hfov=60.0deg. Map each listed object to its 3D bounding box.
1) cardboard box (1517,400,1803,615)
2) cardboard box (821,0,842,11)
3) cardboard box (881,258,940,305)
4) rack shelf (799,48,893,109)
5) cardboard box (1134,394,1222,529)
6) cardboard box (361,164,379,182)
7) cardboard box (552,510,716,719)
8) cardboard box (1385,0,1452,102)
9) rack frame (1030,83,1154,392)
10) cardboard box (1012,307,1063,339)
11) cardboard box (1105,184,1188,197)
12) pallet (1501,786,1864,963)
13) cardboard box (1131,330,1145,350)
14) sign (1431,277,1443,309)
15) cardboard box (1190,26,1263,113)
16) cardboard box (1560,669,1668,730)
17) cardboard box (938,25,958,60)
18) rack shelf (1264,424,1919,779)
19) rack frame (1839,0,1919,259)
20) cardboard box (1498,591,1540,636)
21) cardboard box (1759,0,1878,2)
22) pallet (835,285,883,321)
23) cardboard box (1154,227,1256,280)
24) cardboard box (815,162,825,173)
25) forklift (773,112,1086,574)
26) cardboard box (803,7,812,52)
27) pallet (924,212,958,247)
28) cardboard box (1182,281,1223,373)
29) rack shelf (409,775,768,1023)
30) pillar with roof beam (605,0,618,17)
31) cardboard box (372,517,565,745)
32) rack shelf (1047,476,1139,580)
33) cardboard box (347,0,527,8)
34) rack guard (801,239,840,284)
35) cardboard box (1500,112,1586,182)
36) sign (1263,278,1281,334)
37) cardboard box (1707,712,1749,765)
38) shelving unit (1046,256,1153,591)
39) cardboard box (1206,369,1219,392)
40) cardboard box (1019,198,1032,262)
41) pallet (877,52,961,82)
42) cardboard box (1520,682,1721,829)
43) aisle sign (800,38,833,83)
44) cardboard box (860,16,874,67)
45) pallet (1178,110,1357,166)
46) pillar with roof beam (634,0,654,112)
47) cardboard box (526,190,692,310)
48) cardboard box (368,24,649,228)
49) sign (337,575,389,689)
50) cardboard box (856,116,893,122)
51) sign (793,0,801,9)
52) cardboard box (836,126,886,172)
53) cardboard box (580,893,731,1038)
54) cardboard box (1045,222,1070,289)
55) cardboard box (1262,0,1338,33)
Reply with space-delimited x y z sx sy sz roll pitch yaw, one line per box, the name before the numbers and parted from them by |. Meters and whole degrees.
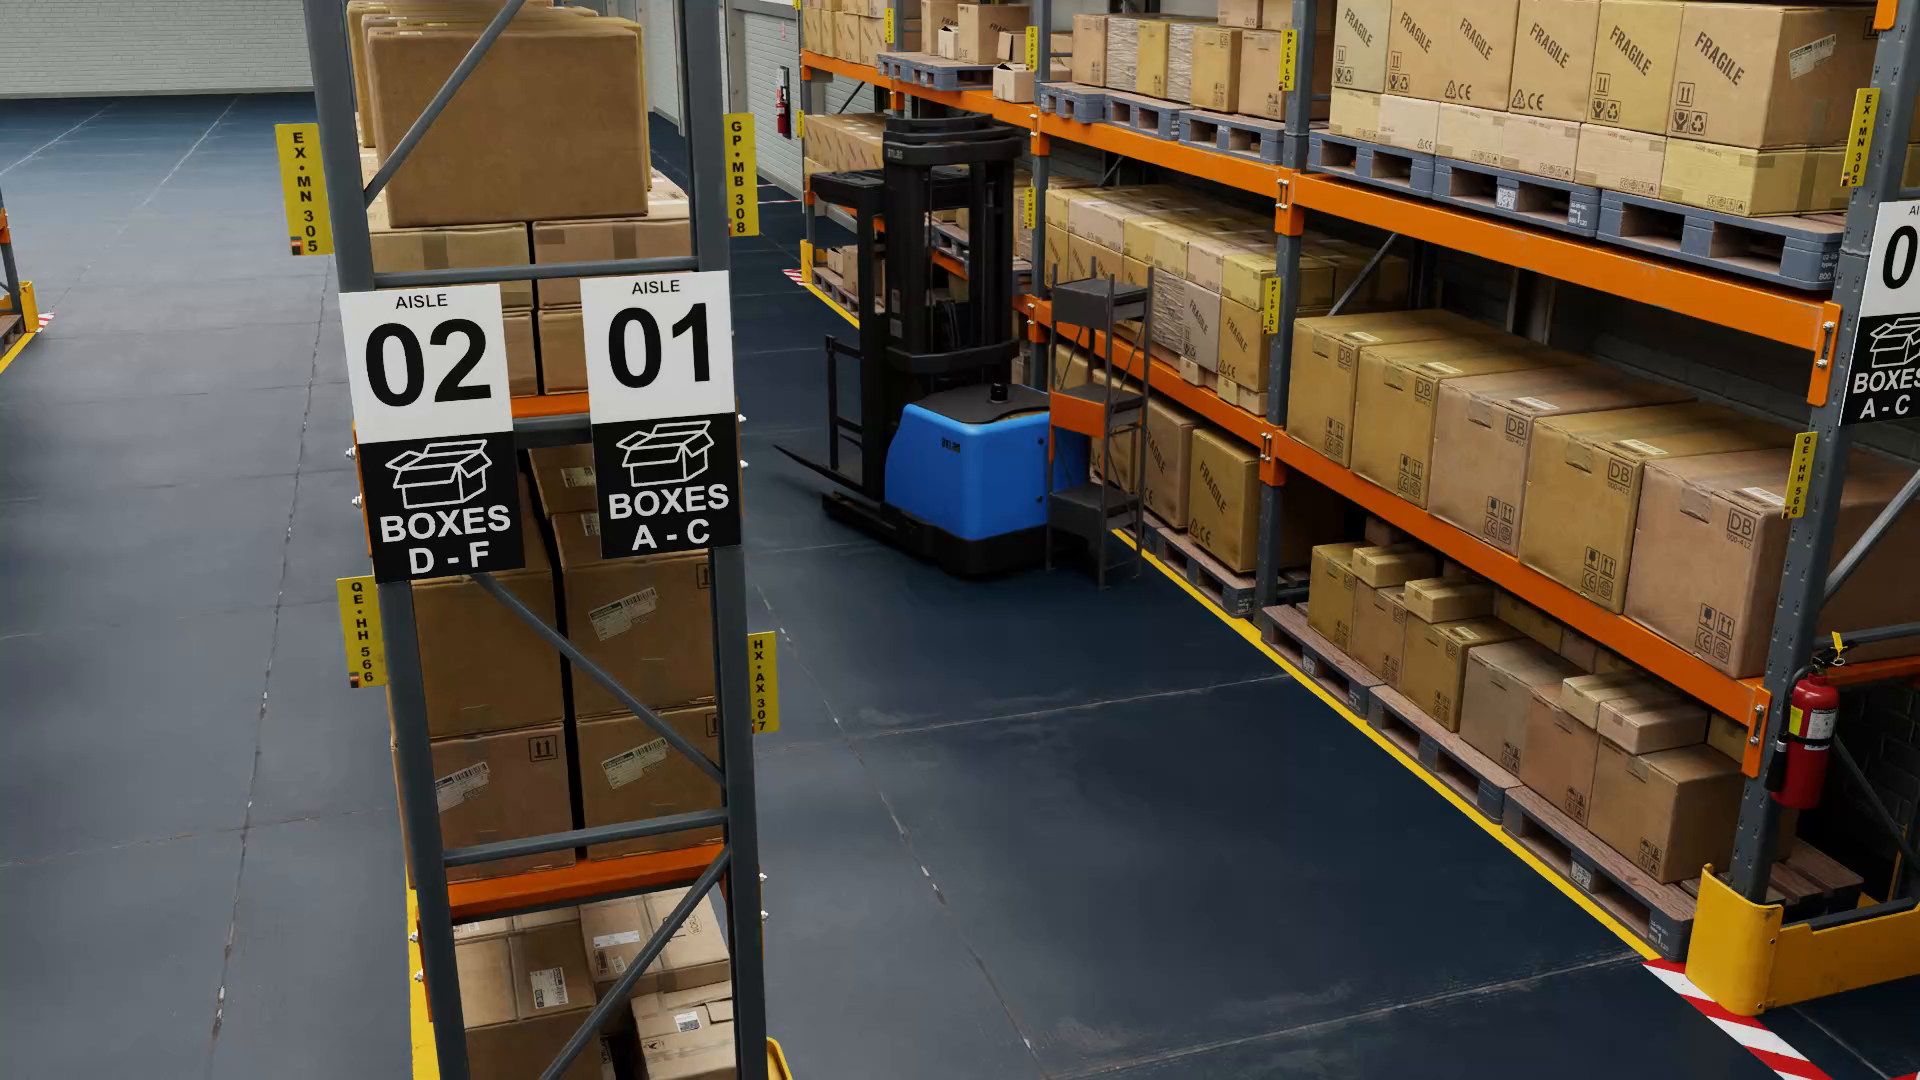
cardboard box | 3.178 -0.167 7.501 0.980 0.700 0.700 -7 21 -18
cardboard box | -1.270 -6.225 18.717 0.500 0.500 0.500 -6 21 -16
cardboard box | -0.549 -2.842 18.437 0.500 0.500 0.500 -8 21 -21
rack shelf | -0.813 -5.197 18.575 1.077 0.370 4.000 -6 21 -17
cardboard box | 1.720 -0.580 11.654 0.750 0.750 0.750 -6 21 -16
cardboard box | -1.829 -1.139 5.696 0.500 0.250 0.500 -6 21 -17
cardboard box | -1.003 0.208 5.272 0.500 0.500 0.500 -6 21 -16
cardboard box | 2.455 -2.431 8.153 0.500 0.500 0.500 -7 21 -18
rack frame | 1.073 -2.198 13.600 1.000 3.000 0.127 -6 21 -17
cardboard box | 0.677 -1.997 14.977 0.500 0.250 0.500 -6 21 -16
cardboard box | 1.462 -2.630 13.074 0.500 0.250 0.500 -6 21 -16
pallet | 3.262 1.433 7.615 1.003 0.211 1.213 -6 21 -17
cardboard box | 1.449 -1.468 11.909 0.380 0.149 0.250 -6 21 -17
sign | 2.856 -1.419 10.032 0.100 0.325 0.005 -6 21 -17
cardboard box | 1.921 -3.046 10.725 0.700 0.500 0.500 -7 21 -18
cardboard box | 2.978 0.724 7.579 0.380 0.149 0.250 -6 21 -16
cardboard box | 0.105 -4.668 15.548 0.500 0.311 0.500 -6 21 -15
rack shelf | 2.959 0.066 8.361 1.077 0.370 4.000 -6 21 -17
rack frame | 3.587 -2.455 5.438 1.000 3.000 0.127 -6 21 -17
cardboard box | 3.022 0.359 8.596 0.380 0.149 0.250 -7 21 -18
cardboard box | 3.428 -2.000 6.955 0.500 0.500 0.500 -7 21 -18
pallet | -0.816 -2.774 19.326 1.003 0.211 1.213 -6 21 -17
cardboard box | 1.629 -1.916 11.086 0.500 0.250 0.500 -6 21 -16
cardboard box | -1.413 -4.349 19.780 0.500 0.250 0.500 -7 21 -19
forklift | -0.371 -1.591 12.009 1.130 2.935 3.031 -13 24 -32
cardboard box | -1.574 -6.100 19.847 0.500 0.500 0.500 -6 21 -16
pallet | -0.082 -3.131 16.480 1.003 0.211 1.213 -6 21 -17
cardboard box | 1.776 -1.395 10.746 0.500 0.500 0.500 -6 21 -17
rack shelf | -1.743 0.593 6.892 1.077 0.370 4.000 -6 21 -17
pillar with roof beam | -13.917 -16.626 44.893 9.100 9.000 0.400 -6 21 -17
cardboard box | -1.515 0.265 5.114 0.500 0.500 0.500 -7 21 -18
rack shelf | 0.905 -0.087 11.162 0.431 0.518 0.480 -18 26 -40
cardboard box | -2.160 -1.989 6.953 0.700 0.500 0.500 -6 21 -17
rack guard | -1.418 -3.565 21.102 1.175 0.500 0.348 -6 21 -17
cardboard box | 2.772 -1.757 7.387 0.500 0.250 0.500 -7 21 -19
sign | 1.818 -1.362 9.675 0.100 0.325 0.005 -6 21 -17
cardboard box | 3.502 0.847 7.238 0.380 0.149 0.250 -6 21 -17
shelving unit | 0.905 -0.759 10.921 0.431 2.100 0.503 -18 26 -40
cardboard box | 1.815 -1.051 10.747 0.380 0.149 0.250 -6 21 -16
cardboard box | 0.916 -2.602 13.926 0.700 0.500 0.500 -9 22 -24
pallet | -0.091 -4.596 16.115 1.213 0.211 1.003 -6 21 -17
cardboard box | 3.115 0.973 7.847 0.700 0.500 0.500 -6 21 -17
aisle sign | -1.749 -5.980 20.283 0.394 0.787 0.004 -6 21 -17
cardboard box | -0.725 -5.250 17.480 0.500 0.500 0.500 -8 21 -22
pallet | 1.995 -2.525 10.356 0.805 0.209 1.217 -7 21 -19
pillar with roof beam | -12.031 -14.701 39.533 9.100 9.000 0.400 -6 21 -17
cardboard box | -1.028 -0.873 4.953 0.500 0.250 0.500 -6 21 -17
cardboard box | -1.291 -1.196 4.745 0.700 0.500 0.500 -6 21 -17
sign | -1.647 0.255 4.588 0.100 0.325 0.005 -6 21 -17
cardboard box | -0.943 -4.766 19.832 0.500 0.500 0.500 -6 21 -16
sign | -1.957 -6.531 19.932 0.100 0.325 0.005 -6 21 -17
cardboard box | -1.101 -4.382 18.761 0.500 0.500 0.500 -6 21 -16
cardboard box | -1.173 1.618 6.391 0.500 0.250 0.500 -6 21 -17
cardboard box | 0.983 -2.212 13.020 0.500 0.500 0.500 -6 21 -16
cardboard box | 2.178 -3.230 10.126 0.500 0.250 0.500 -5 20 -13
